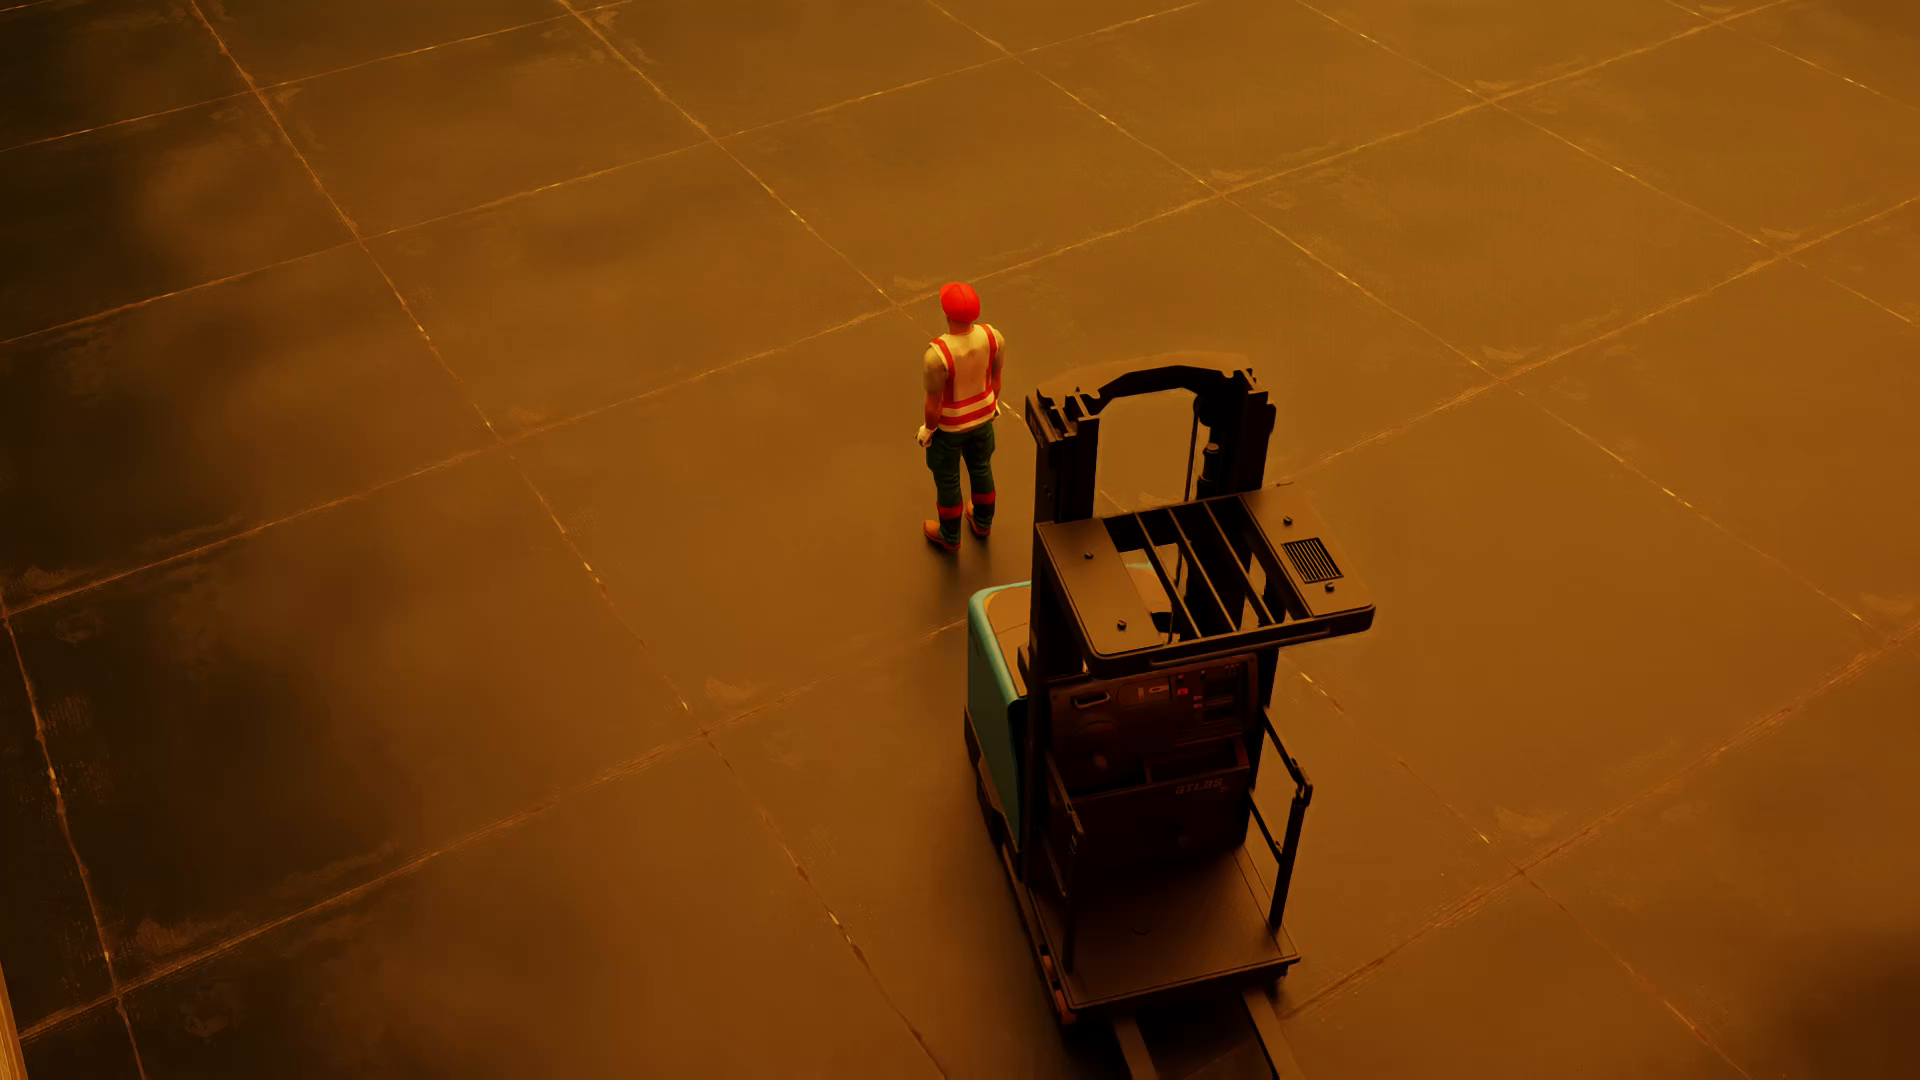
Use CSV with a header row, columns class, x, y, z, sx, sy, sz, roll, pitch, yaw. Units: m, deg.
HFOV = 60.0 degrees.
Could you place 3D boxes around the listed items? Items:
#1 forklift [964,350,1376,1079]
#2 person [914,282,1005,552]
class,x,y,z,sx,sy,sz,roll,pitch,yaw
forklift,0.886,0.815,6.939,1.130,2.935,3.031,-10,42,-11
person,-0.015,-0.706,9.486,0.536,1.795,0.370,-23,46,-24
